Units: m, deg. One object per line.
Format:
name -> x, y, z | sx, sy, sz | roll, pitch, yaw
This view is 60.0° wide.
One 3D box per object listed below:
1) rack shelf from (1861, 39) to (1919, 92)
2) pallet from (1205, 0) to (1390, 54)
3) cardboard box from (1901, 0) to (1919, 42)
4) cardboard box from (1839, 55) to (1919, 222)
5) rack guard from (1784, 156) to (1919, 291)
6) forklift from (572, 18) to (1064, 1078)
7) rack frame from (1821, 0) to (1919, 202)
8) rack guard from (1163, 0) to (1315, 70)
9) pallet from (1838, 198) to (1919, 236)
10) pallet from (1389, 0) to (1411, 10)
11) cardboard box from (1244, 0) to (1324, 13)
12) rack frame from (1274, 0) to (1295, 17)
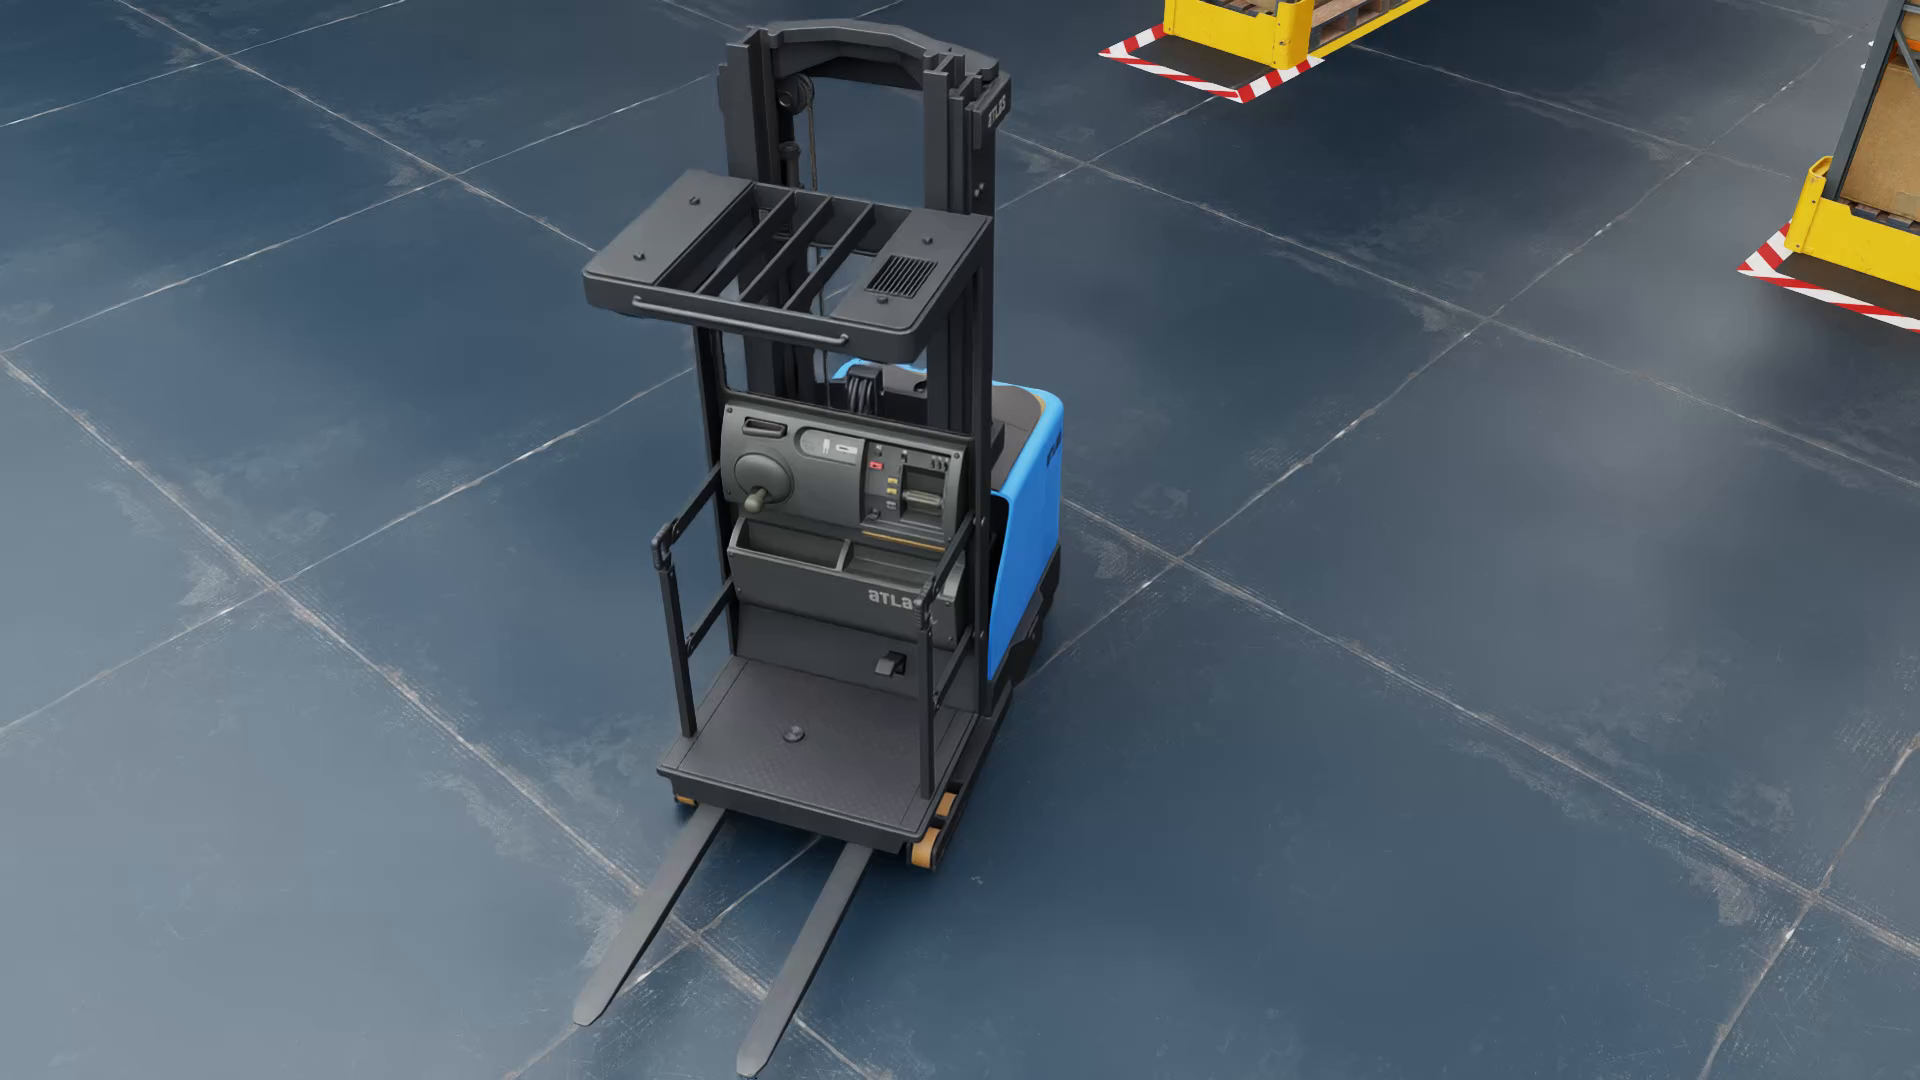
rack shelf -> 7.006, -3.478, 10.575 | 1.077, 0.370, 4.000 | 30, 47, 32
pallet -> 2.689, -4.272, 13.236 | 1.003, 0.211, 1.213 | 30, 47, 32
cardboard box -> 5.874, -3.089, 9.387 | 0.875, 0.550, 0.550 | 30, 47, 32
cardboard box -> 6.065, -2.513, 10.153 | 0.875, 0.875, 0.875 | 30, 47, 32
rack guard -> 5.640, -1.851, 9.960 | 1.175, 0.500, 0.348 | 30, 47, 32
forklift -> -0.504, -0.166, 5.887 | 1.130, 2.935, 3.031 | 12, 40, 15
rack frame -> 5.657, -2.841, 9.196 | 1.000, 3.000, 0.127 | 30, 47, 32
rack guard -> 2.115, -4.026, 12.695 | 1.175, 0.500, 0.348 | 30, 47, 32
pallet -> 6.138, -2.149, 10.567 | 1.003, 0.211, 1.213 | 30, 47, 32
pallet -> 3.512, -4.829, 13.937 | 1.003, 0.211, 1.213 | 30, 47, 32
cardboard box -> 2.497, -4.435, 12.872 | 0.500, 0.500, 0.500 | -25, 45, -28
rack frame -> 2.064, -4.970, 11.873 | 1.000, 3.000, 0.127 | 30, 47, 32
